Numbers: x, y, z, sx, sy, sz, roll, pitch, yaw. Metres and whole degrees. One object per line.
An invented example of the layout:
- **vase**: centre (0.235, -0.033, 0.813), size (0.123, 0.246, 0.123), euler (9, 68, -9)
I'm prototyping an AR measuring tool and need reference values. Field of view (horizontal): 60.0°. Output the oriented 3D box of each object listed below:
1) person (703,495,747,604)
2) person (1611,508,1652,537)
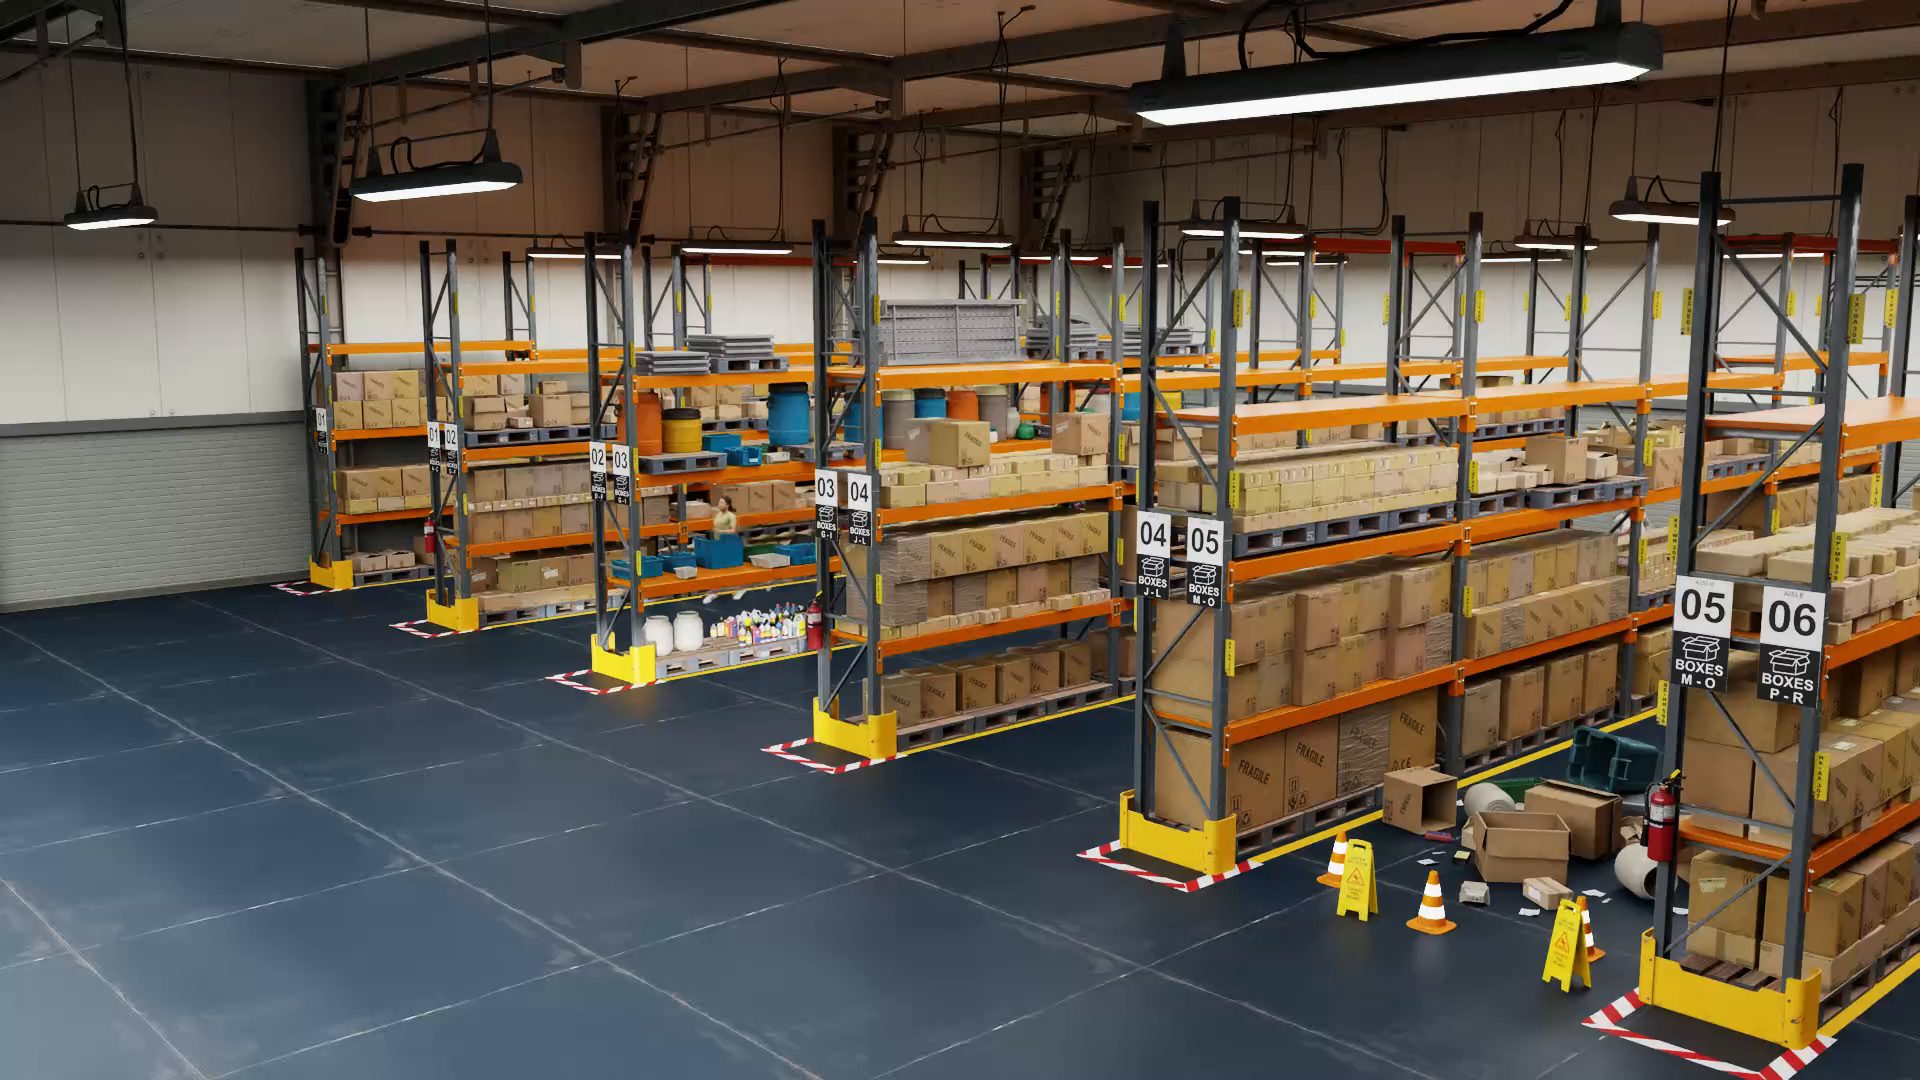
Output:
- **person**: centre (-3.754, 0.133, 26.525), size (0.564, 1.692, 0.844), euler (7, 11, 38)
- **person**: centre (11.445, 0.119, 28.405), size (0.668, 1.723, 0.983), euler (4, 9, 23)
